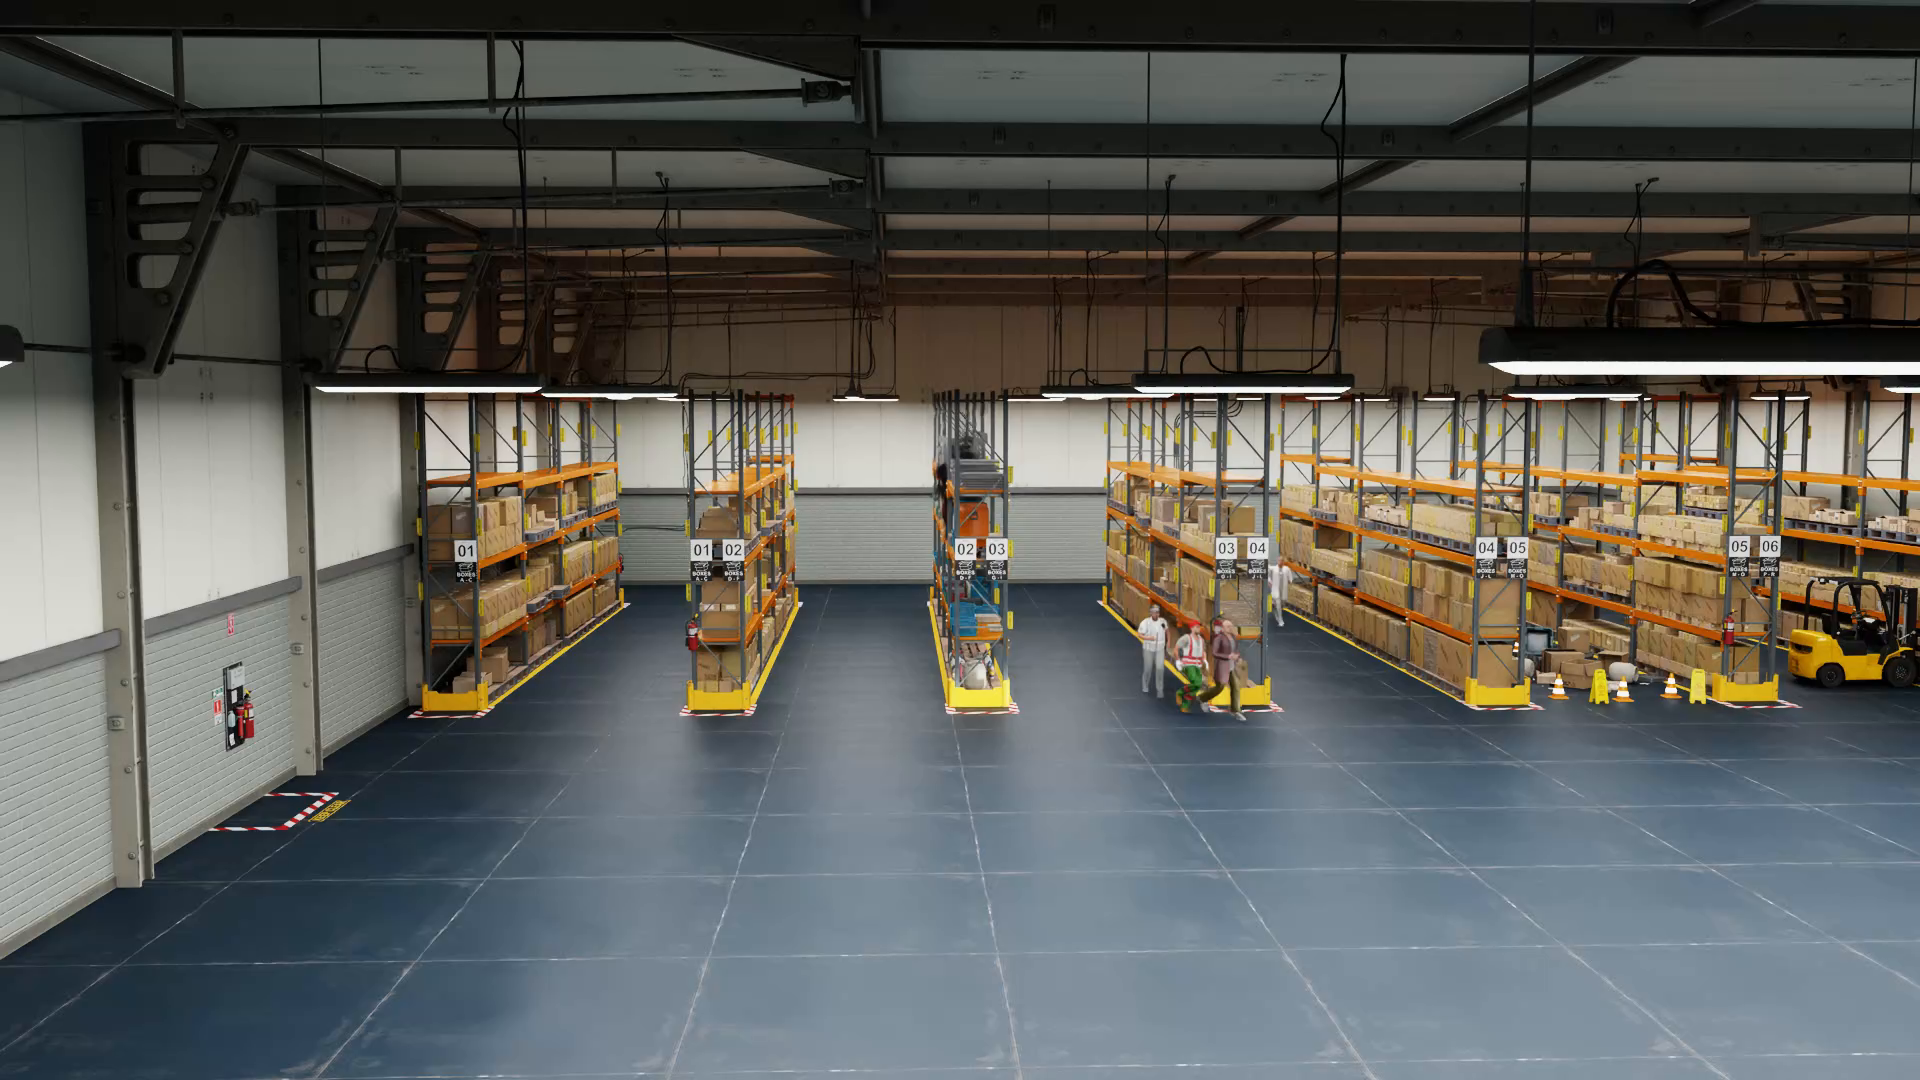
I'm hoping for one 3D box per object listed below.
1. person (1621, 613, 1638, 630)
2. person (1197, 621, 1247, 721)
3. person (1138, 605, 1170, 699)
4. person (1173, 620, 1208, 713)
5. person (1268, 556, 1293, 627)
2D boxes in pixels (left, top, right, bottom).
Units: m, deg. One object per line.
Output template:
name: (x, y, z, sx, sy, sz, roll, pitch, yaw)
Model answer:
person: (16.519, 1.567, 40.886, 0.564, 1.633, 0.566, 0, 5, -4)
person: (4.825, 2.358, 30.377, 0.718, 1.795, 1.055, -3, 6, -36)
person: (3.816, 2.170, 32.714, 0.679, 1.829, 0.834, 0, 5, -6)
person: (4.353, 2.350, 30.892, 0.715, 1.710, 0.537, -3, 6, -36)
person: (8.297, 1.315, 43.226, 0.710, 1.787, 1.025, 0, 5, -4)
